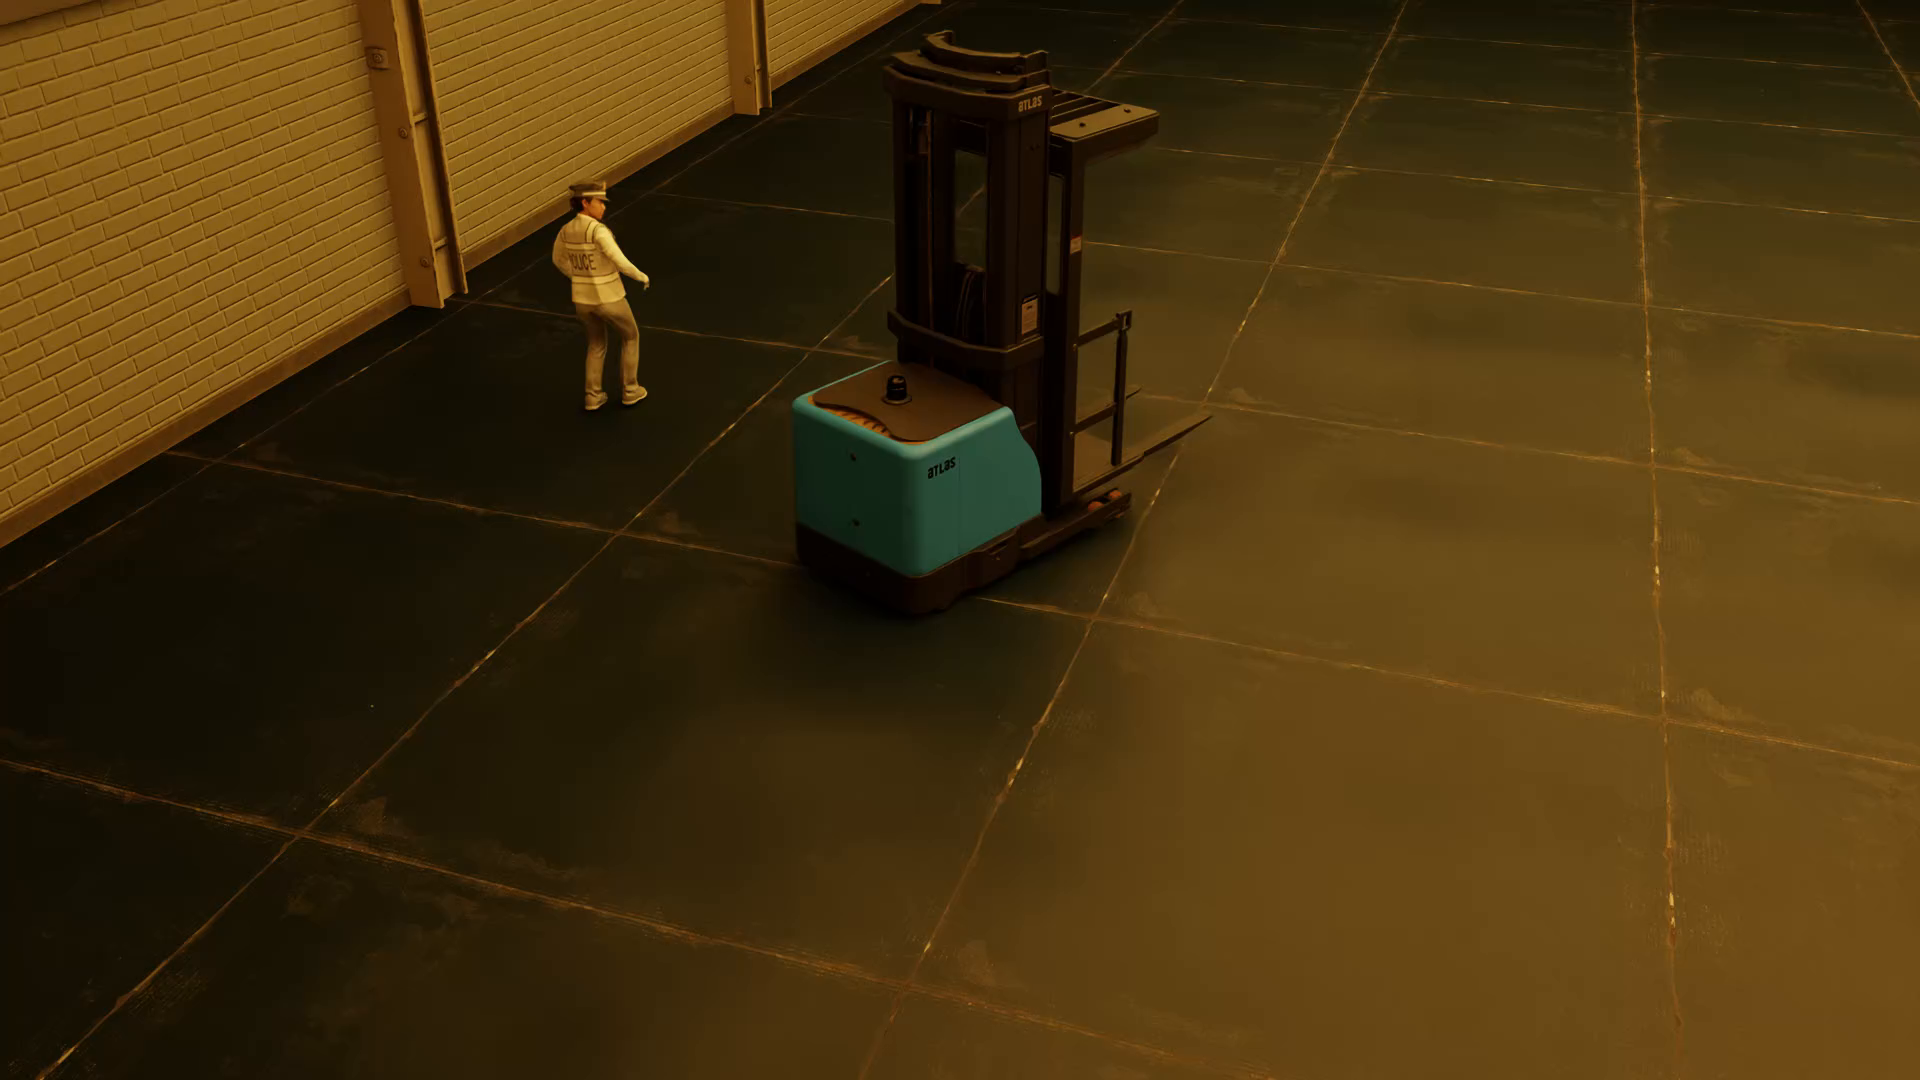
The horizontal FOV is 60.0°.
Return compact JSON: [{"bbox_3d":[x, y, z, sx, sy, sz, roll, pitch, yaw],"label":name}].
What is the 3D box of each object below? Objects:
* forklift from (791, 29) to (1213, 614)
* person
[{"bbox_3d":[0.414,-1.498,9.765,1.130,2.935,3.031,25,38,37],"label":"forklift"},{"bbox_3d":[-2.468,-1.671,11.415,0.720,1.628,0.484,13,32,21],"label":"person"}]
